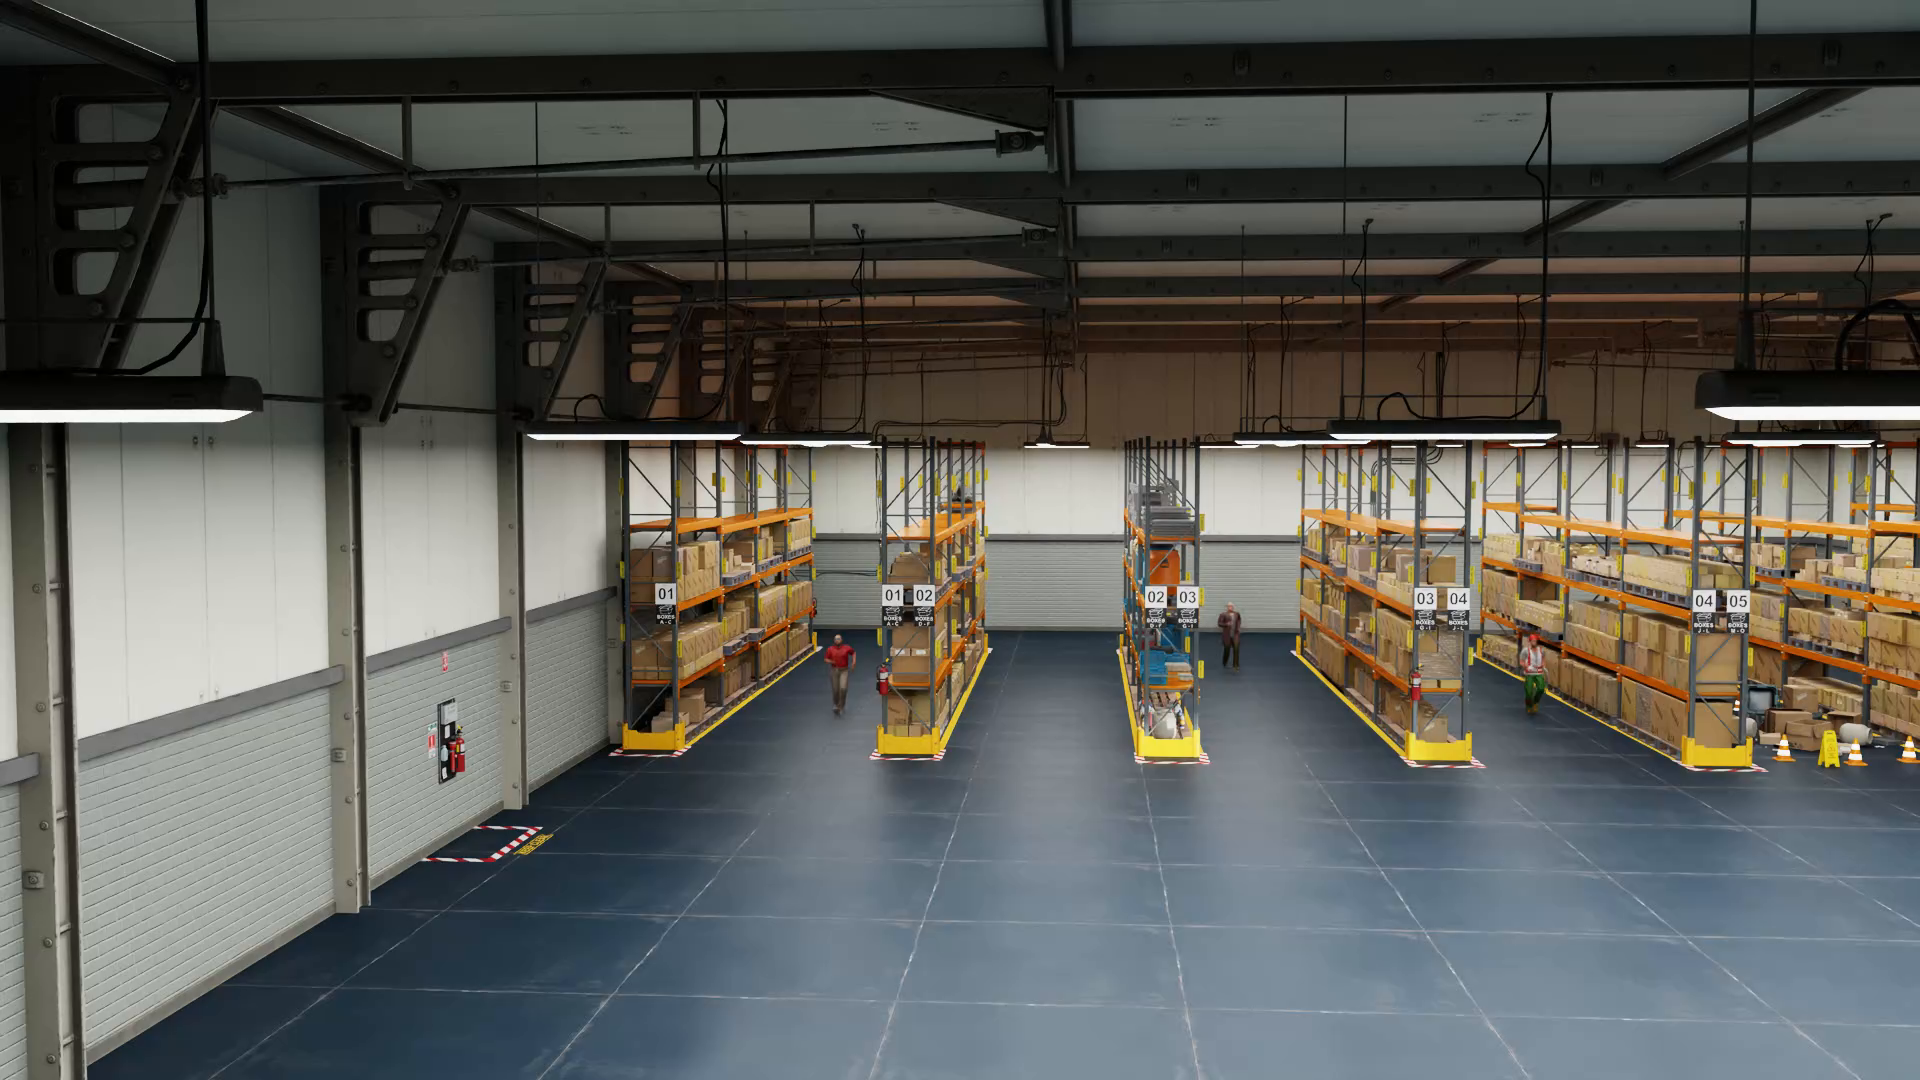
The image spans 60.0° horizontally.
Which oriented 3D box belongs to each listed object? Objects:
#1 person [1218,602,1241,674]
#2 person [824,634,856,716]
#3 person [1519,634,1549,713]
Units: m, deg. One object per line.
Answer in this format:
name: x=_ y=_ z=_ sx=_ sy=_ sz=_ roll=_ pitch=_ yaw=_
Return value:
person: x=6.997 y=2.517 z=43.075 sx=0.698 sy=1.828 sz=0.924 roll=0 pitch=3 yaw=-7
person: x=-2.627 y=2.946 z=36.286 sx=0.670 sy=1.776 sz=0.822 roll=0 pitch=3 yaw=2
person: x=12.436 y=2.910 z=35.978 sx=0.654 sy=1.737 sz=0.710 roll=0 pitch=3 yaw=2
